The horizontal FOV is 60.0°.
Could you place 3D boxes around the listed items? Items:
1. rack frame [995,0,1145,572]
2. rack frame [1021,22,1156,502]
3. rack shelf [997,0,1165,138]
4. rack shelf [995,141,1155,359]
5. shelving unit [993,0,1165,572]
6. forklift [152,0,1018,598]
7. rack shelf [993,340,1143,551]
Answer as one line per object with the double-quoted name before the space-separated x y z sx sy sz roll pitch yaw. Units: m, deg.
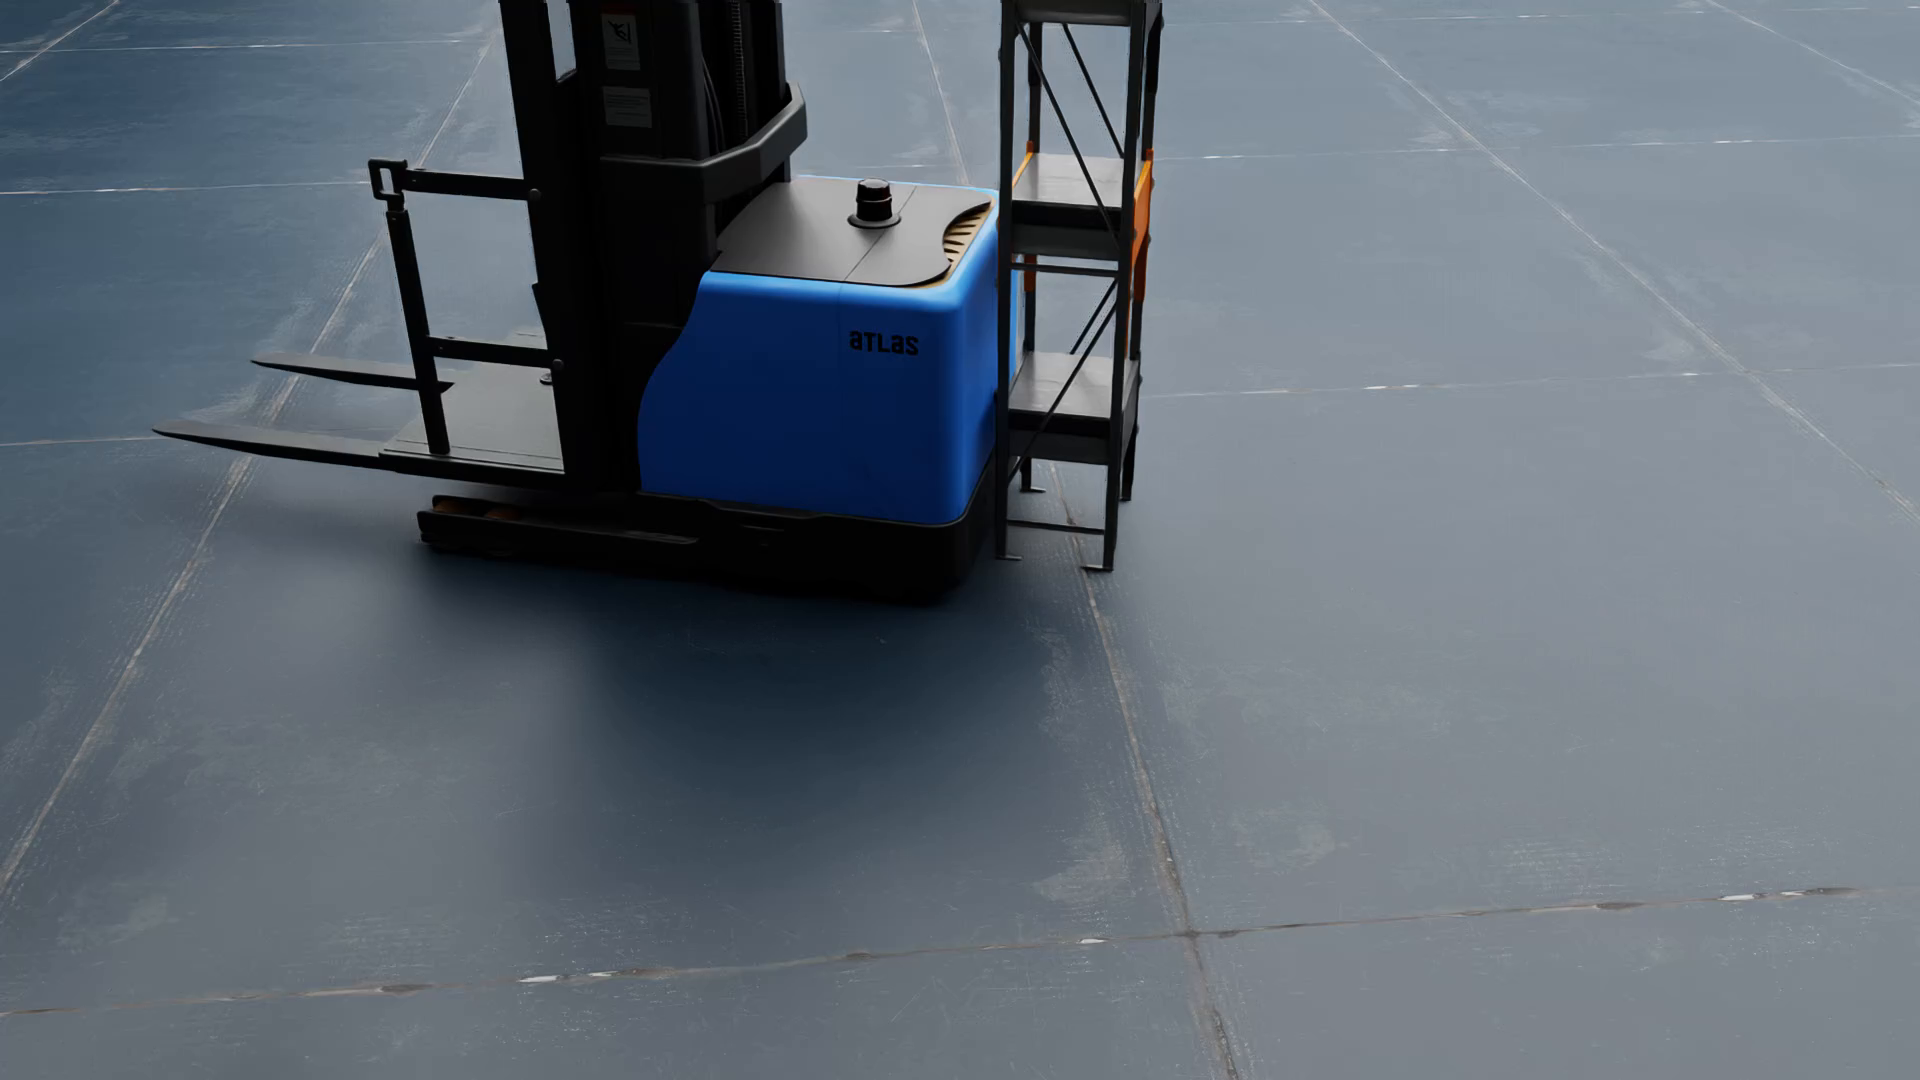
"rack frame" 0.317 -0.819 5.073 0.400 2.100 0.015 6 31 10
"rack frame" 0.419 -1.064 5.483 0.400 2.100 0.015 6 31 10
"rack shelf" 0.368 -1.530 4.926 0.431 0.518 0.480 6 31 10
"rack shelf" 0.368 -0.929 5.285 0.431 0.518 0.480 6 31 10
"shelving unit" 0.368 -0.941 5.278 0.431 2.100 0.503 6 31 10
"forklift" -1.361 -1.457 5.331 3.031 2.935 1.130 7 32 11
"rack shelf" 0.368 -0.329 5.644 0.431 0.518 0.480 6 31 10
